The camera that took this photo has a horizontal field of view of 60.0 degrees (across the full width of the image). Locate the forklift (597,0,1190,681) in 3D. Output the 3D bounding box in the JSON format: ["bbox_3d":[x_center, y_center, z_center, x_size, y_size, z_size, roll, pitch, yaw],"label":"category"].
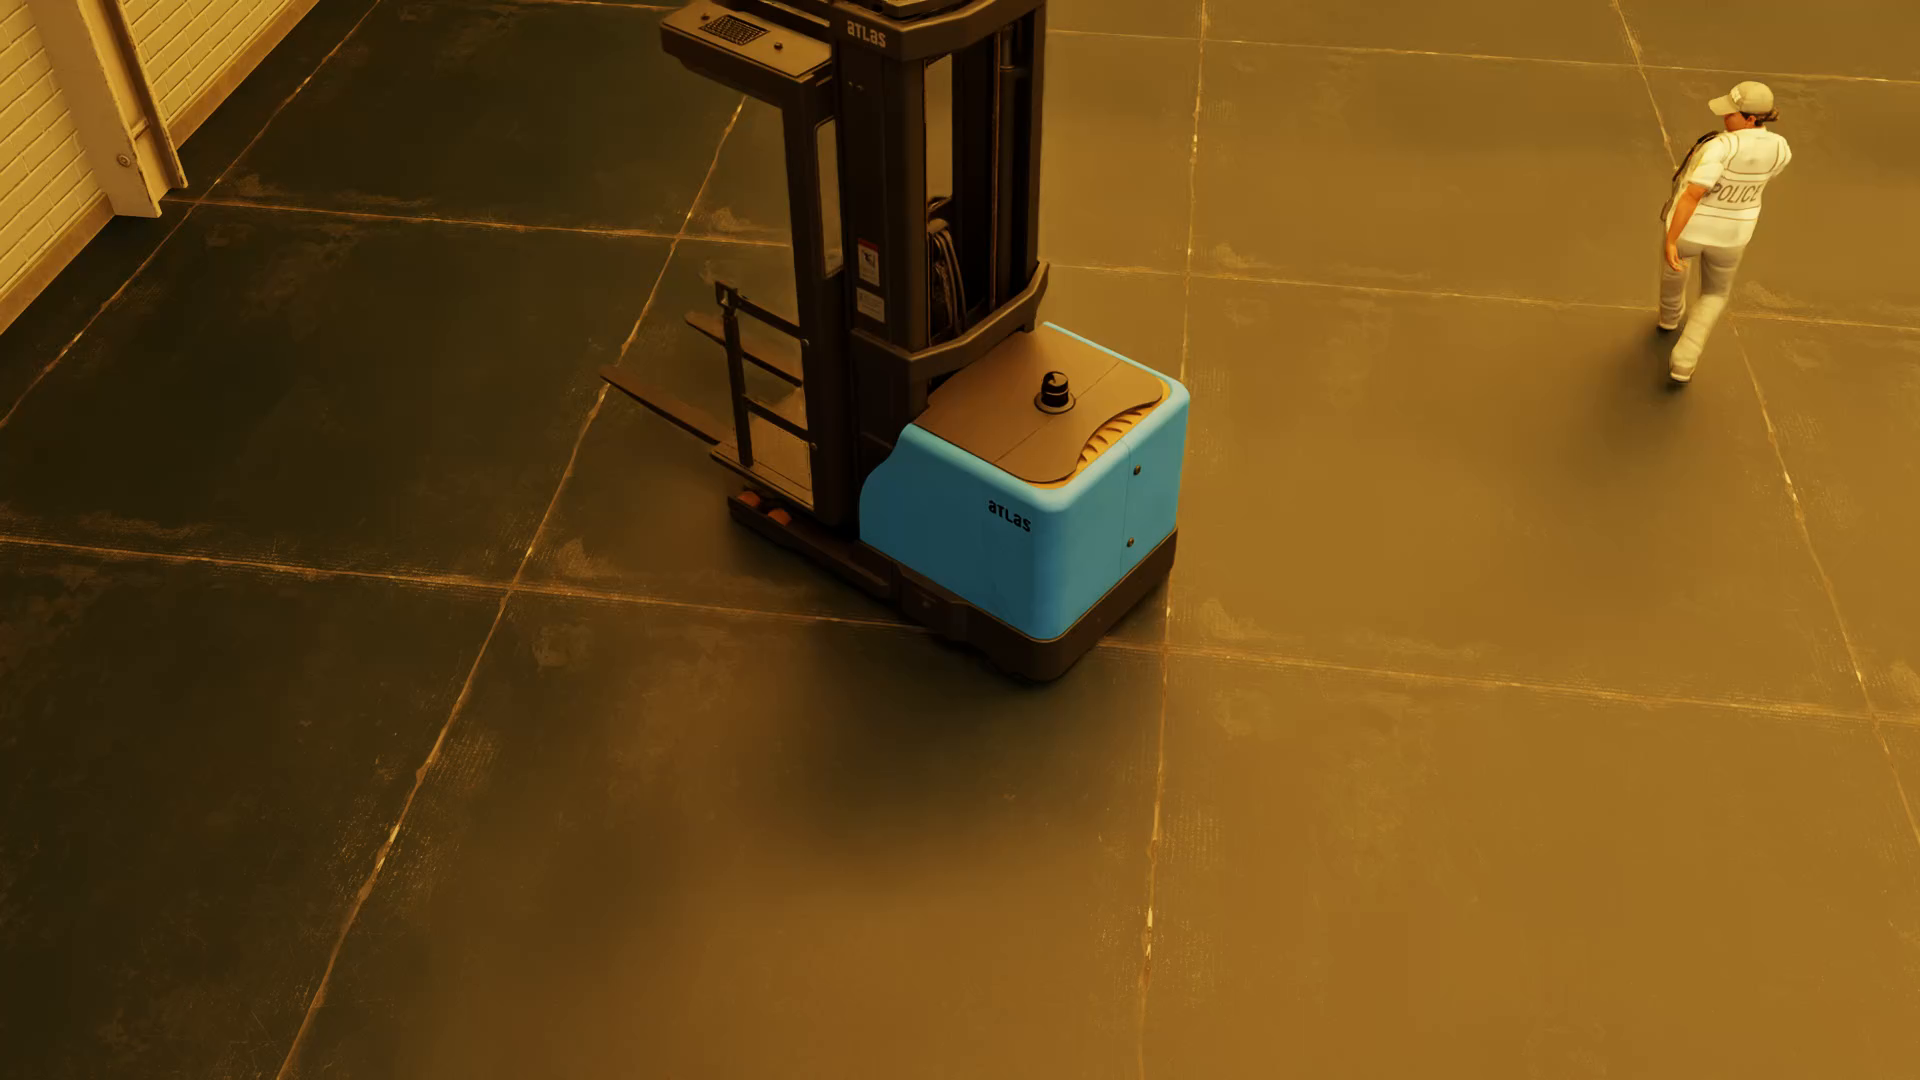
[{"bbox_3d":[-0.476,-1.314,7.154,3.031,2.935,1.130,29,50,28],"label":"forklift"}]

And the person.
[{"bbox_3d":[3.841,-1.609,8.502,0.504,1.593,0.883,11,44,12],"label":"person"}]
